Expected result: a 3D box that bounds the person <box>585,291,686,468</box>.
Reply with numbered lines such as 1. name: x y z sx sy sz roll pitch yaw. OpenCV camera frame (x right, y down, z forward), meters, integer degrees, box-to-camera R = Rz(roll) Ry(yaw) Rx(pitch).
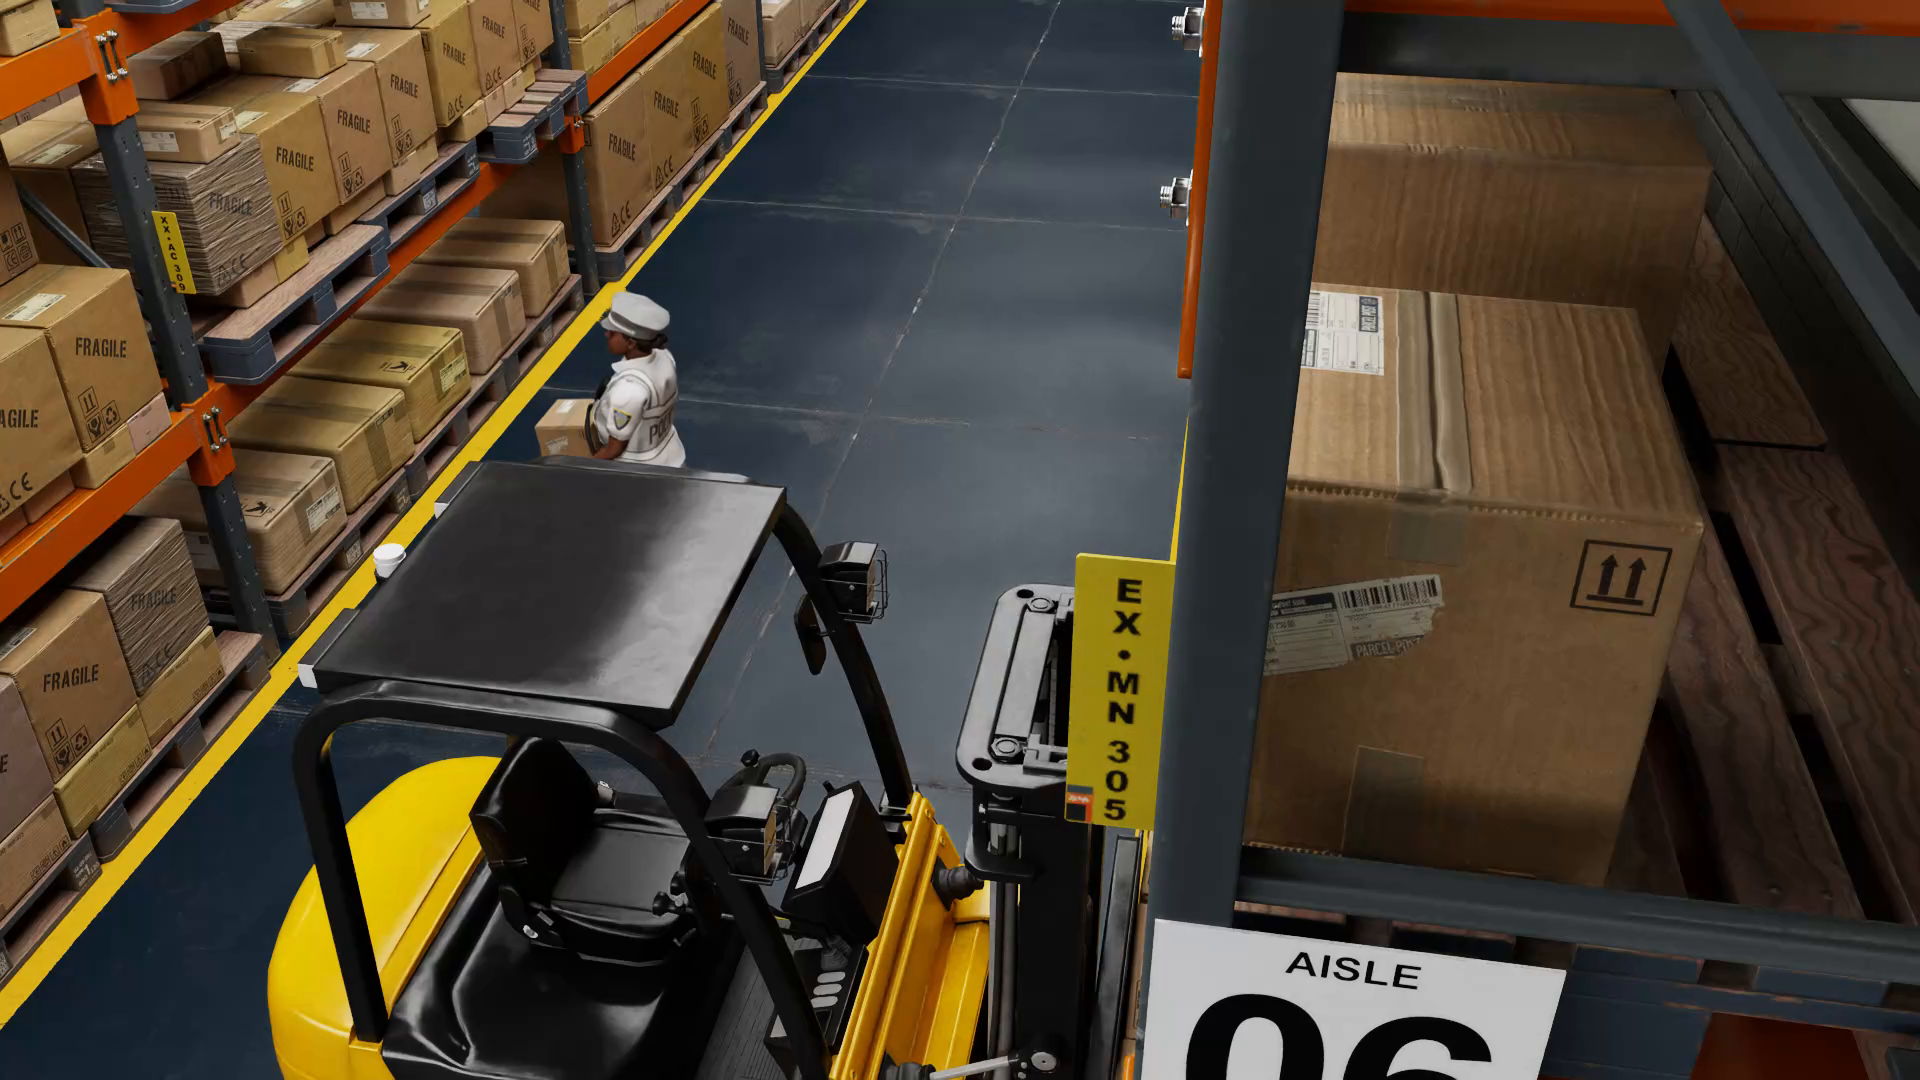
1. person: -1.417 -0.279 7.054 0.527 1.689 0.451 6 33 9
